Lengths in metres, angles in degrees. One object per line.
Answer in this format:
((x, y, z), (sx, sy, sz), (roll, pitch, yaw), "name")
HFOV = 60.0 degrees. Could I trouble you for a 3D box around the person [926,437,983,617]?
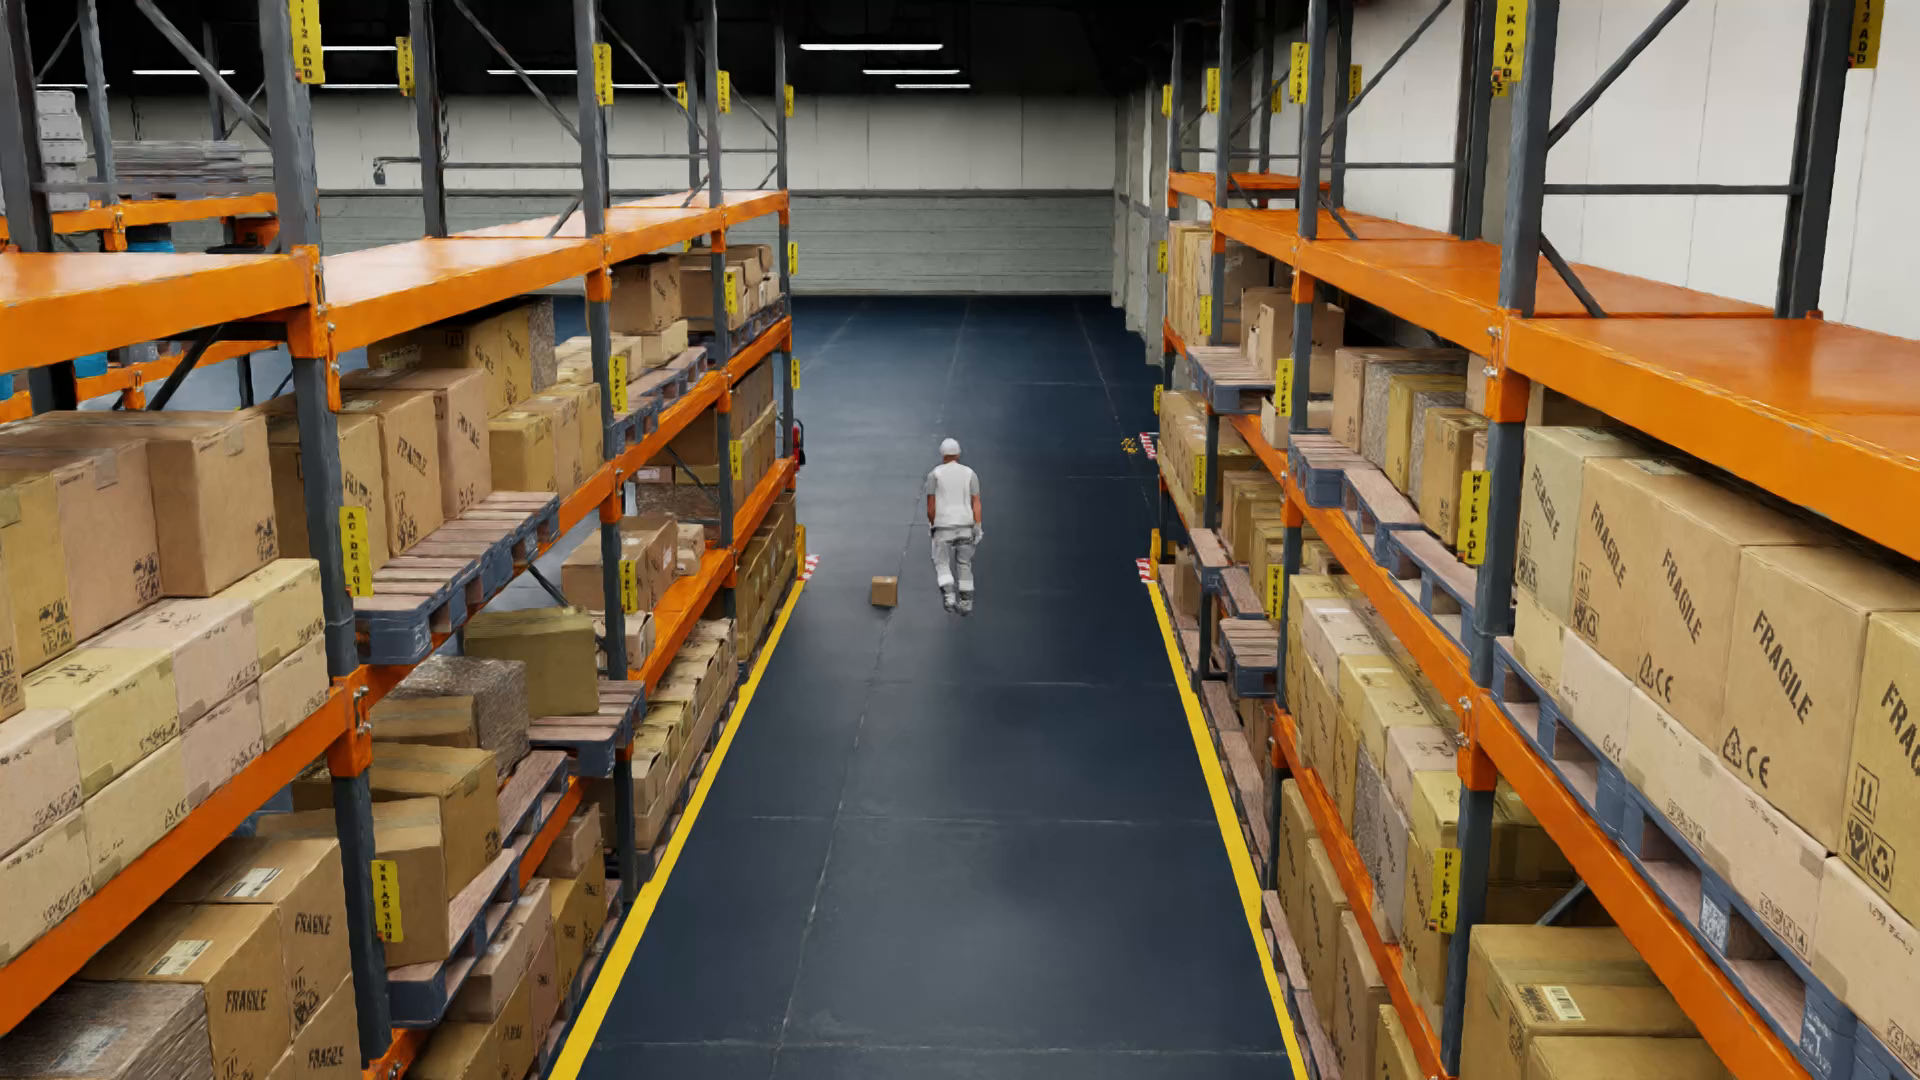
((-0.057, -0.112, 16.457), (0.535, 1.757, 0.683), (-4, 14, -15), "person")
